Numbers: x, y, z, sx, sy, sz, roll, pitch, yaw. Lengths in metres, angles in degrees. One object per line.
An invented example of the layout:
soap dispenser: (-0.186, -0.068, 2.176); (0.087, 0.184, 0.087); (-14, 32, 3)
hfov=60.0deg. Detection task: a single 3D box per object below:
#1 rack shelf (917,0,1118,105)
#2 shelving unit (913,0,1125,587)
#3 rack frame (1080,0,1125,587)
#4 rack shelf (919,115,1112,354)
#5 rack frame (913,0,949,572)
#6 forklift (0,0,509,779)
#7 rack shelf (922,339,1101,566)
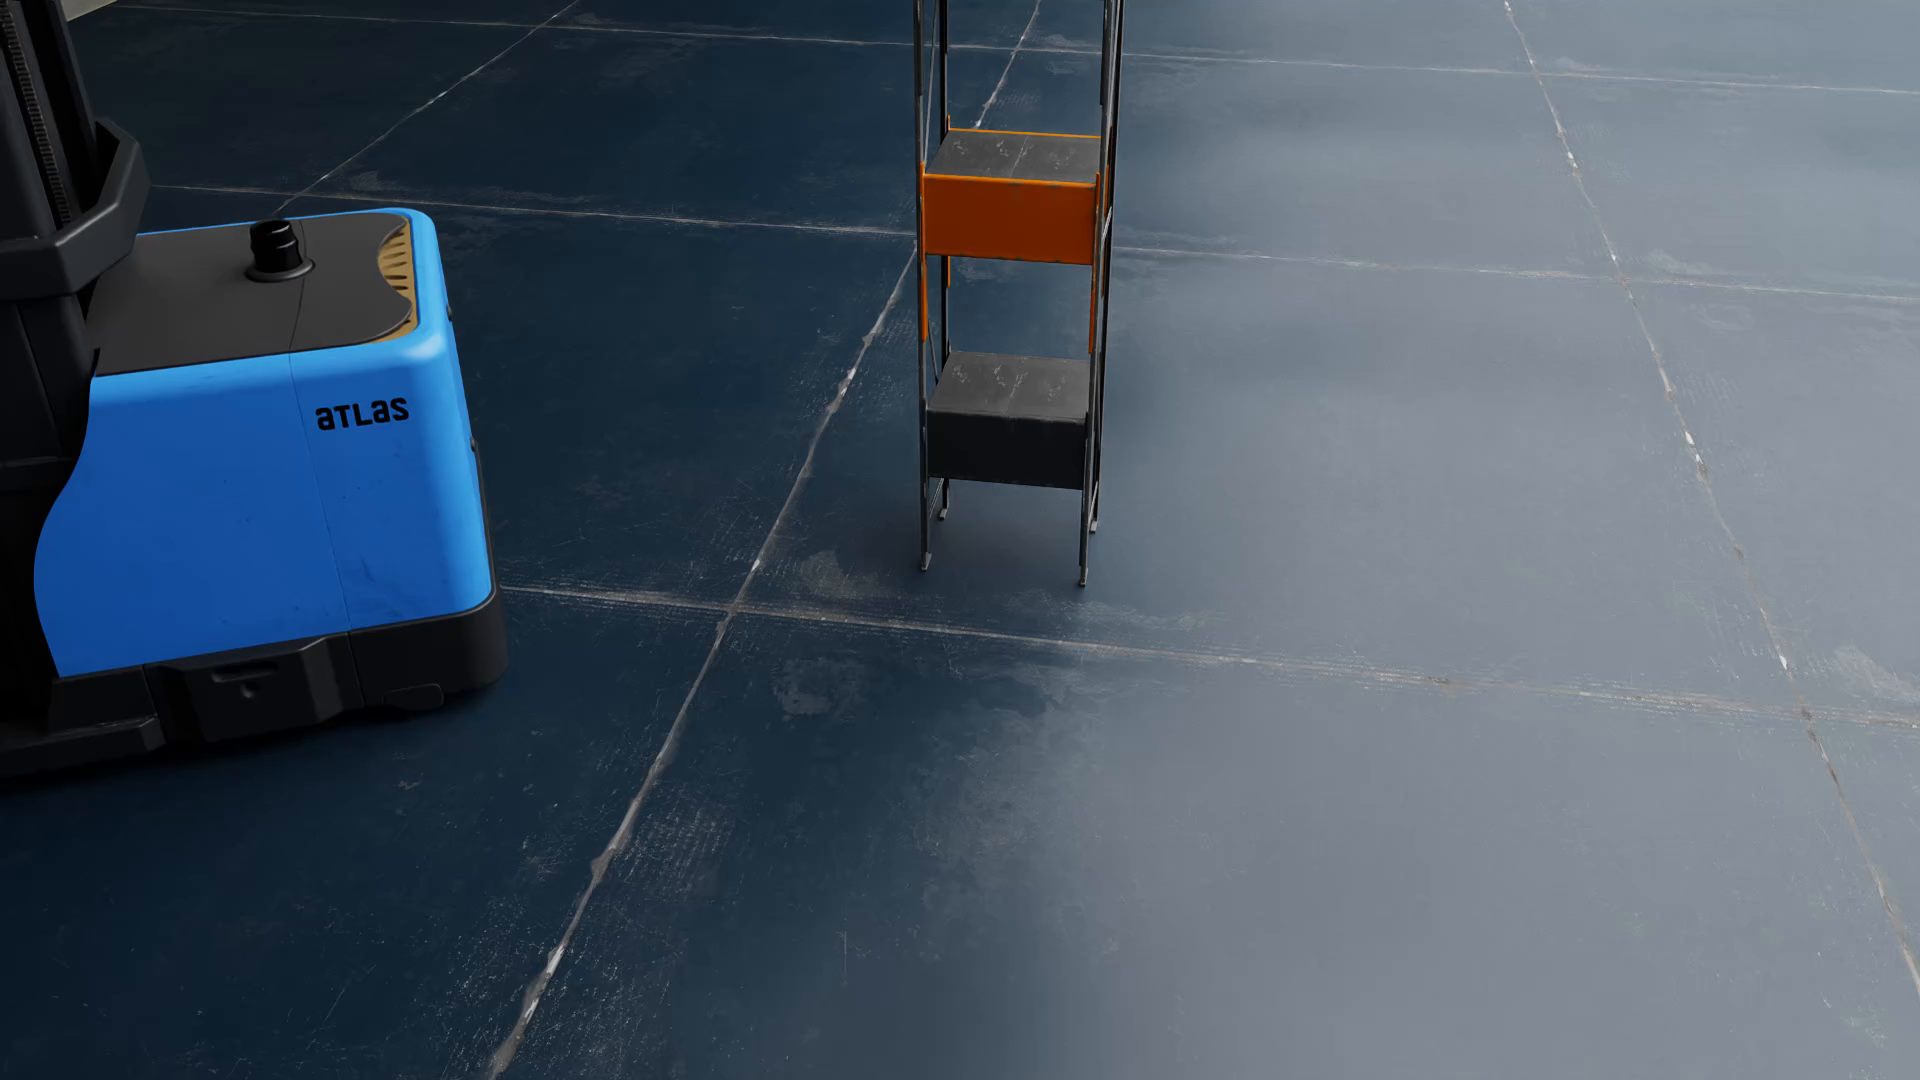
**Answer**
rack shelf: (0.163, -1.457, 4.305); (0.480, 0.518, 0.431); (5, 32, 8)
shelving unit: (0.163, -0.875, 4.669); (0.503, 2.100, 0.431); (5, 32, 8)
rack frame: (0.404, -0.853, 4.634); (0.015, 2.100, 0.400); (5, 32, 8)
rack shelf: (0.163, -0.864, 4.677); (0.480, 0.518, 0.431); (5, 32, 8)
rack frame: (-0.077, -0.897, 4.704); (0.015, 2.100, 0.400); (5, 32, 8)
forklift: (-2.814, -0.825, 3.805); (3.031, 2.935, 1.130); (-9, 33, -15)
rack shelf: (0.163, -0.270, 5.048); (0.480, 0.518, 0.431); (5, 32, 8)
